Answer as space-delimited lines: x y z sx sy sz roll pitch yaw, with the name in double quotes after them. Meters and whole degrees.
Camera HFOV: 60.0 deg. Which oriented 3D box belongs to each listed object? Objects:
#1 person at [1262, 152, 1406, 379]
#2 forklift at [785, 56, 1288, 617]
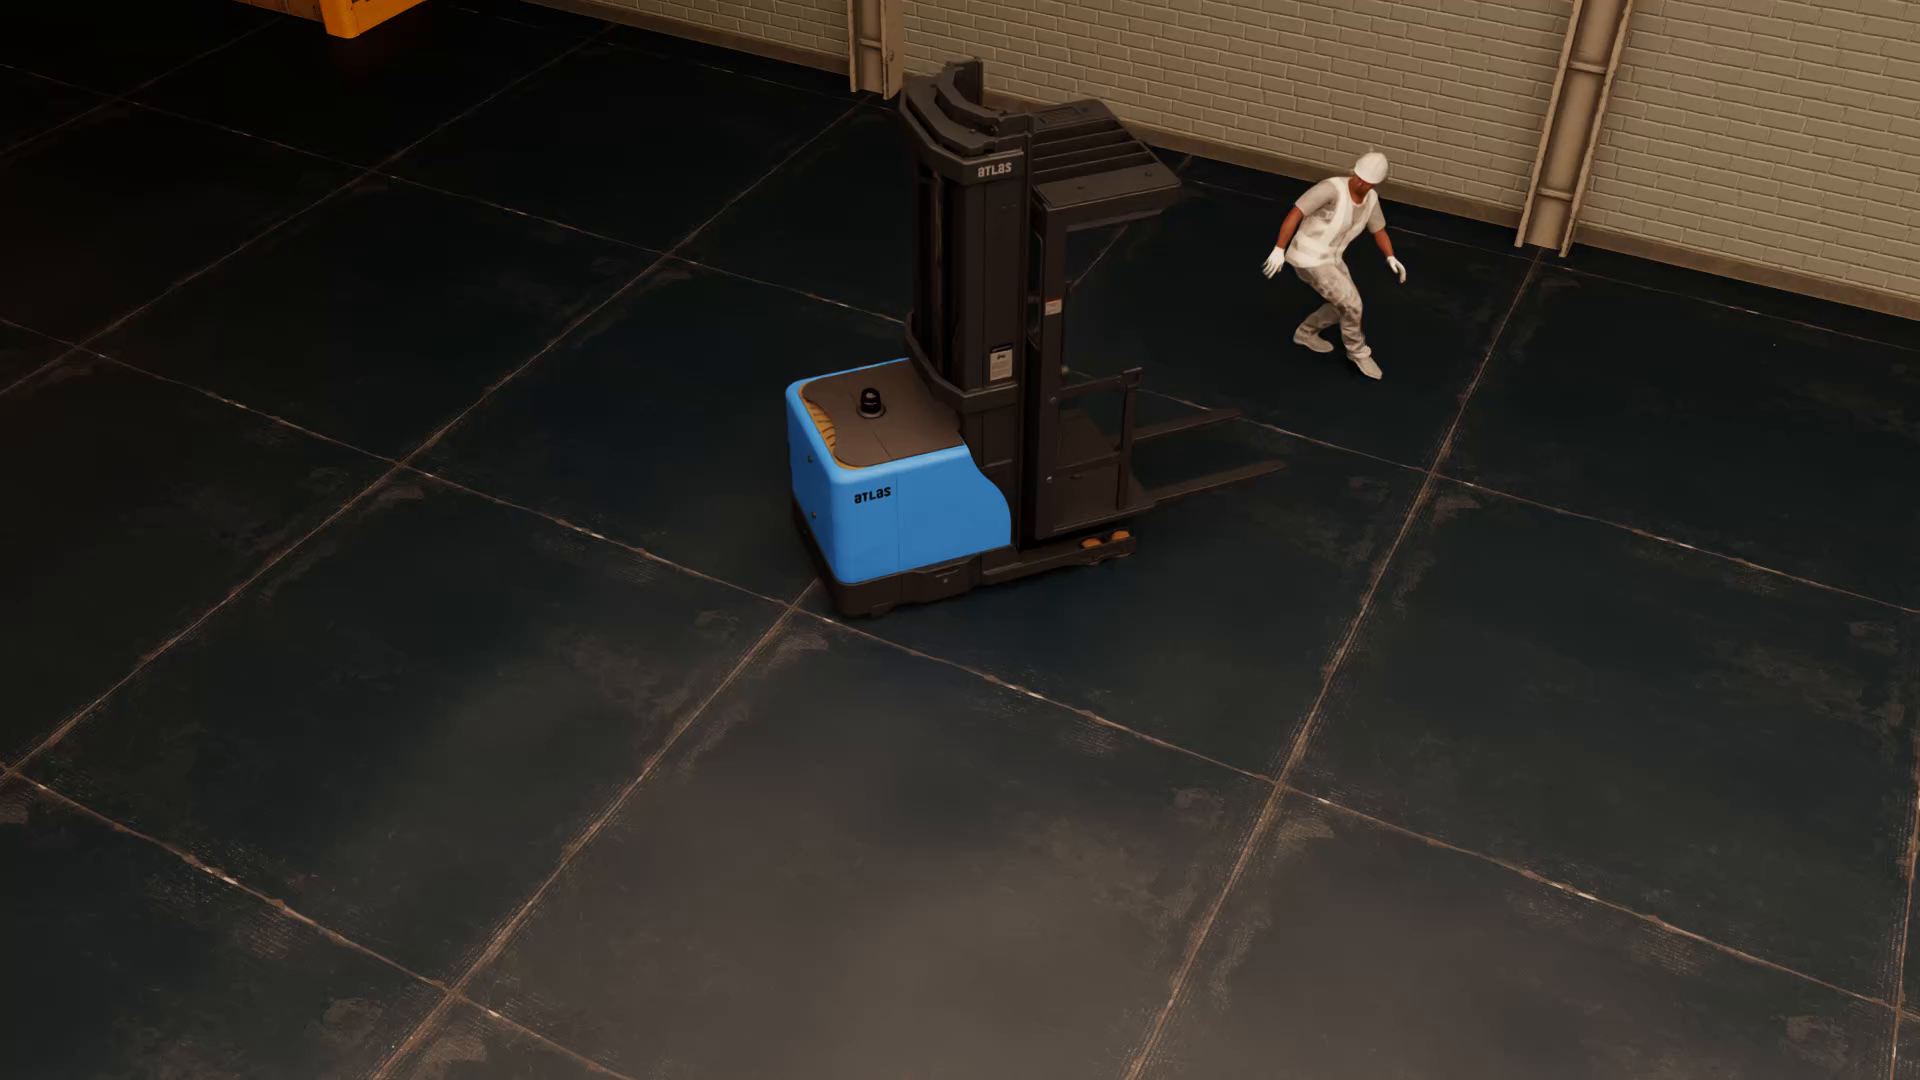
2.580 -1.843 11.231 0.827 1.589 0.797 29 48 30 "person"
0.535 -1.270 9.495 3.031 2.935 1.130 -14 42 -16 "forklift"
